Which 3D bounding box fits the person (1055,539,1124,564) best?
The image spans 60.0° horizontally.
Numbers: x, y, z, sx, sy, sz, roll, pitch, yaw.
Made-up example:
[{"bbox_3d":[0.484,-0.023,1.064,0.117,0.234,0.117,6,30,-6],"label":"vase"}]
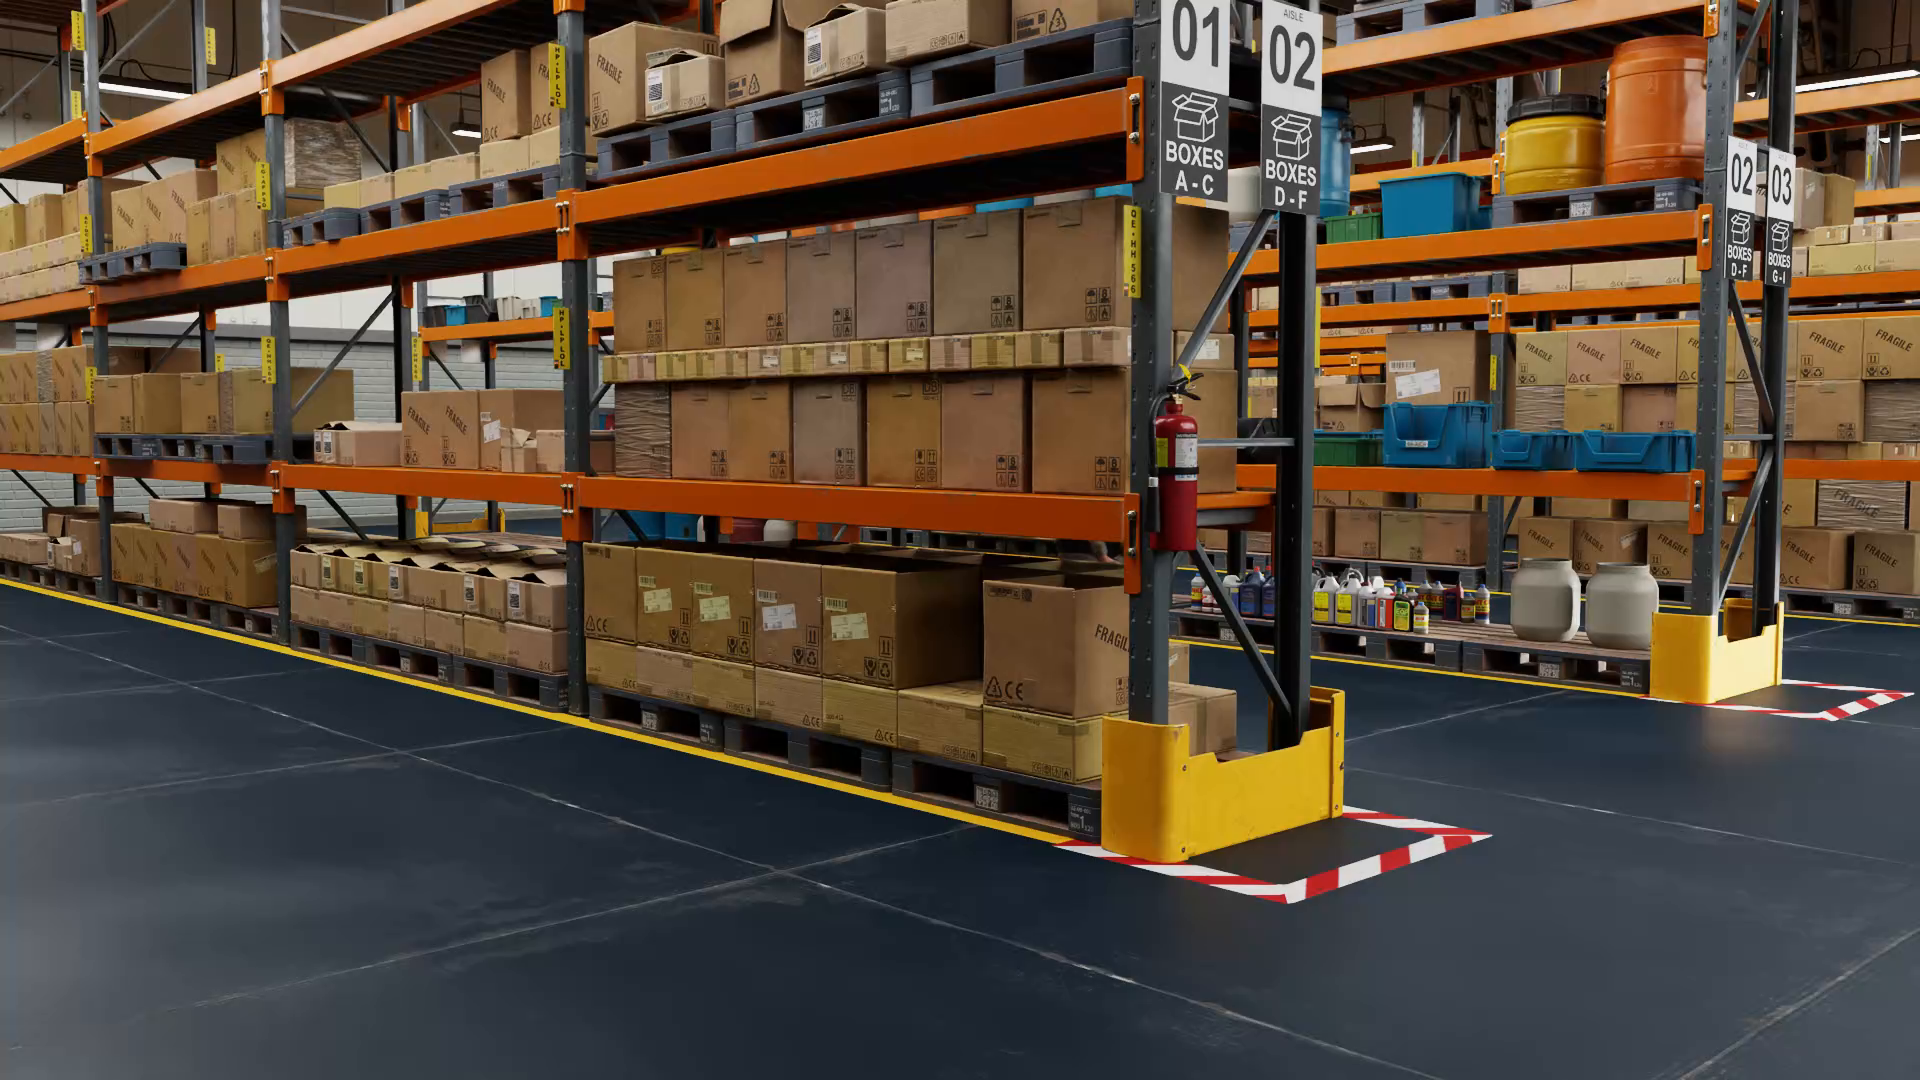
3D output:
[{"bbox_3d":[0.937,0.109,10.454,0.588,1.514,0.625,-4,5,-43],"label":"person"}]
